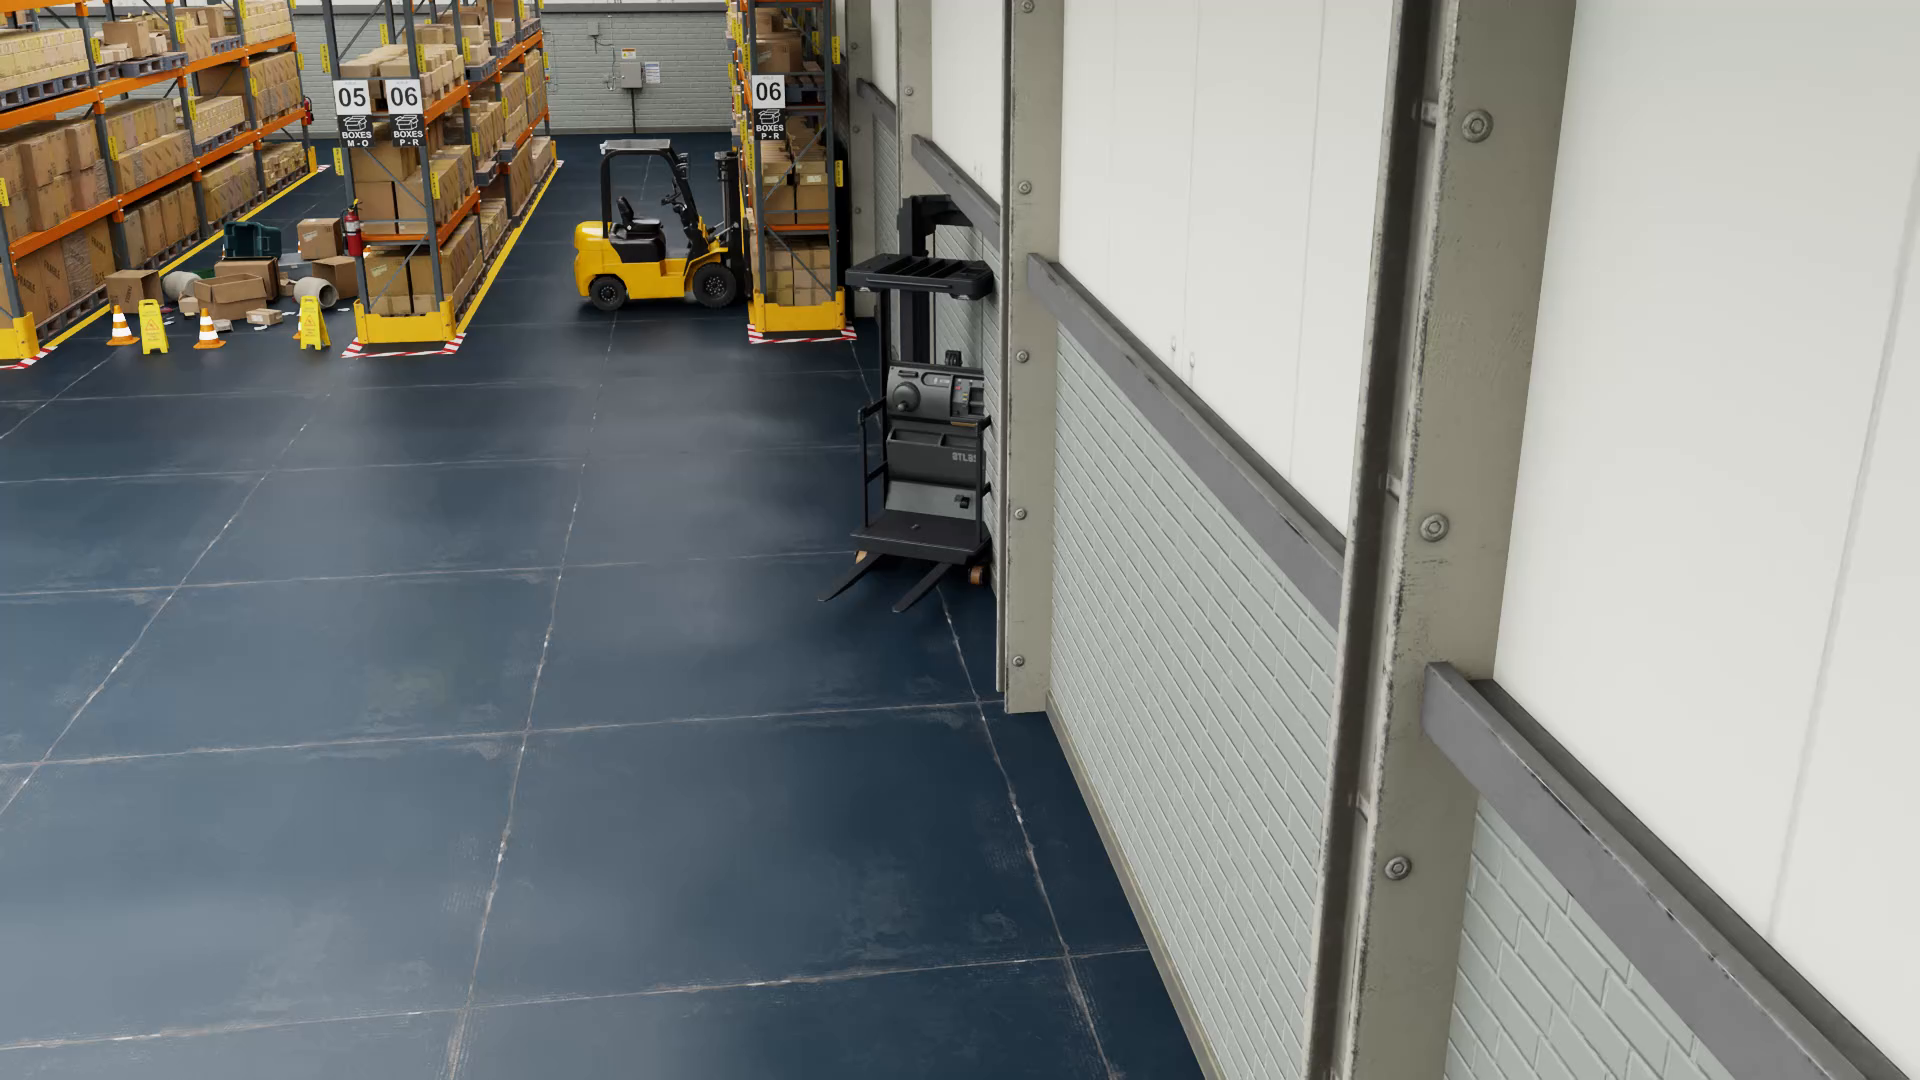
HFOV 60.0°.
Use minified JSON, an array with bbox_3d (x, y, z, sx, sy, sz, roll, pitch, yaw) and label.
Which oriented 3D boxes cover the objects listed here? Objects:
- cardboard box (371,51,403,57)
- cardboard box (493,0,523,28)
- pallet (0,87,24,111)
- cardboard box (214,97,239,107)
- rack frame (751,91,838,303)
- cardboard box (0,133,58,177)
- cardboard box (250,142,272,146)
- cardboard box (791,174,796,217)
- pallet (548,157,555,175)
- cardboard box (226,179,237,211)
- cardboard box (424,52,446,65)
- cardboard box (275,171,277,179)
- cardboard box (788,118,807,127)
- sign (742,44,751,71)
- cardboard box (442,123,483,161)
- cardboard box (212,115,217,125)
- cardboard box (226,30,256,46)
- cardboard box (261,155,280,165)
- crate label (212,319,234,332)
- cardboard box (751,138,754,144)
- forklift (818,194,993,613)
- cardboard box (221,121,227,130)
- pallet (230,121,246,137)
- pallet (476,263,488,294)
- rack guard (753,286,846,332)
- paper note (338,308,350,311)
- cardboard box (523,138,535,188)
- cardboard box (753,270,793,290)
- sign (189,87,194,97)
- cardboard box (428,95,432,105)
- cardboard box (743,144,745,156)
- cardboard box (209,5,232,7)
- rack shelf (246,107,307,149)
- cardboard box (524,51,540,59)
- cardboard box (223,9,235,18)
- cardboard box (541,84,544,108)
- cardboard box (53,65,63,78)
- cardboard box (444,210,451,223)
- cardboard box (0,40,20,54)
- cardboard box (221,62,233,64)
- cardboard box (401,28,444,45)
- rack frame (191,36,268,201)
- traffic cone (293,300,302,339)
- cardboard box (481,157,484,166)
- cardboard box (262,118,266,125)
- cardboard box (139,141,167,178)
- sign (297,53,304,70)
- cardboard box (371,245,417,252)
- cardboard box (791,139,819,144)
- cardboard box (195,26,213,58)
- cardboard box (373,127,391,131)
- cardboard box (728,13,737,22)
[{"bbox_3d":[-7.613,-6.405,22.085,0.380,0.149,0.250,-3,21,-9],"label":"cardboard box"},{"bbox_3d":[-8.607,-9.998,31.598,0.500,0.500,0.500,-3,21,-7],"label":"cardboard box"},{"bbox_3d":[-12.002,-5.268,19.948,1.003,0.211,1.213,-3,21,-8],"label":"pallet"},{"bbox_3d":[-13.324,-7.939,30.167,0.380,0.149,0.250,-4,21,-9],"label":"cardboard box"},{"bbox_3d":[-2.089,-4.185,21.207,1.000,3.000,0.127,-3,21,-8],"label":"rack frame"},{"bbox_3d":[-12.221,-4.918,21.414,0.875,0.550,0.500,-3,21,-8],"label":"cardboard box"},{"bbox_3d":[-14.451,-8.129,34.393,0.380,0.149,0.250,-4,21,-10],"label":"cardboard box"},{"bbox_3d":[-1.983,-4.596,22.166,0.500,0.500,0.500,-2,21,-6],"label":"cardboard box"},{"bbox_3d":[-9.114,-7.893,35.123,1.003,0.211,1.213,-3,21,-8],"label":"pallet"},{"bbox_3d":[-13.042,-6.053,29.182,0.500,0.500,0.500,-3,21,-9],"label":"cardboard box"},{"bbox_3d":[-6.997,-6.348,21.932,0.380,0.149,0.250,-3,21,-7],"label":"cardboard box"},{"bbox_3d":[-13.634,-7.159,32.645,0.380,0.149,0.250,-4,21,-10],"label":"cardboard box"},{"bbox_3d":[-2.686,-6.767,27.051,0.380,0.149,0.250,-3,21,-9],"label":"cardboard box"},{"bbox_3d":[-2.628,-5.945,20.481,0.100,0.325,0.005,-3,21,-8],"label":"sign"},{"bbox_3d":[-7.361,-5.878,24.572,0.500,0.500,0.500,-2,21,-6],"label":"cardboard box"},{"bbox_3d":[-13.096,-7.260,28.775,0.380,0.149,0.250,-3,21,-8],"label":"cardboard box"},{"bbox_3d":[-13.420,-9.312,30.862,0.500,0.250,0.500,-2,21,-5],"label":"cardboard box"},{"bbox_3d":[-13.541,-7.438,32.541,0.380,0.149,0.250,-2,21,-7],"label":"cardboard box"},{"bbox_3d":[-9.563,-2.771,21.514,0.250,0.136,0.298,-15,25,-35],"label":"crate label"},{"bbox_3d":[-2.741,-5.578,23.442,0.380,0.149,0.250,-3,21,-9],"label":"cardboard box"},{"bbox_3d":[-0.220,-1.169,13.232,1.130,2.935,3.031,8,22,19],"label":"forklift"},{"bbox_3d":[-13.170,-7.304,29.317,0.380,0.149,0.250,-2,21,-5],"label":"cardboard box"},{"bbox_3d":[-13.648,-7.441,30.201,1.003,0.211,1.213,-3,21,-8],"label":"pallet"},{"bbox_3d":[-7.445,-3.781,24.111,1.003,0.211,1.213,-3,21,-8],"label":"pallet"},{"bbox_3d":[-2.086,-3.005,21.622,1.175,0.500,0.348,-3,21,-8],"label":"rack guard"},{"bbox_3d":[-8.399,-3.146,22.671,0.142,0.019,0.148,-11,23,-26],"label":"paper note"},{"bbox_3d":[-8.562,-7.078,31.392,0.875,0.875,0.875,-2,21,-6],"label":"cardboard box"},{"bbox_3d":[-2.469,-3.480,21.936,0.500,0.250,0.500,-3,21,-8],"label":"cardboard box"},{"bbox_3d":[-14.150,-8.179,30.663,0.100,0.325,0.005,-3,21,-8],"label":"sign"},{"bbox_3d":[-6.858,-5.532,20.885,0.380,0.149,0.250,-2,21,-6],"label":"cardboard box"},{"bbox_3d":[-3.353,-6.544,27.738,0.500,0.250,0.500,-3,21,-9],"label":"cardboard box"},{"bbox_3d":[-14.199,-10.187,31.920,0.380,0.149,0.250,-3,21,-9],"label":"cardboard box"},{"bbox_3d":[-13.902,-8.159,32.875,1.077,0.370,4.000,-3,21,-8],"label":"rack shelf"},{"bbox_3d":[-8.876,-10.006,34.294,0.380,0.149,0.250,-3,21,-8],"label":"cardboard box"},{"bbox_3d":[-13.416,-9.672,30.542,0.380,0.149,0.250,-3,21,-9],"label":"cardboard box"},{"bbox_3d":[-8.918,-9.191,34.469,0.500,0.500,0.500,-3,21,-9],"label":"cardboard box"},{"bbox_3d":[-11.945,-6.103,21.672,0.380,0.149,0.250,-3,21,-7],"label":"cardboard box"},{"bbox_3d":[-6.844,-4.216,21.651,0.380,0.149,0.250,-3,21,-7],"label":"cardboard box"},{"bbox_3d":[-11.763,-6.037,20.355,0.380,0.149,0.250,-3,21,-9],"label":"cardboard box"},{"bbox_3d":[-14.029,-8.785,31.529,0.500,0.500,0.500,-4,21,-9],"label":"cardboard box"},{"bbox_3d":[-7.787,-7.278,24.102,0.500,0.250,0.500,-2,21,-7],"label":"cardboard box"},{"bbox_3d":[-13.614,-7.803,30.895,1.000,3.000,0.127,-3,21,-8],"label":"rack frame"},{"bbox_3d":[-8.339,-2.828,21.202,0.336,0.463,0.334,-3,21,-8],"label":"traffic cone"},{"bbox_3d":[-7.371,-5.691,25.000,0.380,0.149,0.250,-2,21,-7],"label":"cardboard box"},{"bbox_3d":[-13.566,-8.070,31.968,0.380,0.149,0.250,-4,21,-10],"label":"cardboard box"},{"bbox_3d":[-12.486,-5.799,25.388,0.500,0.500,0.500,-3,21,-7],"label":"cardboard box"},{"bbox_3d":[-13.639,-9.899,34.402,0.100,0.325,0.005,-3,21,-8],"label":"sign"},{"bbox_3d":[-7.453,-3.638,22.001,0.500,0.500,0.500,-2,21,-6],"label":"cardboard box"},{"bbox_3d":[-2.168,-5.519,23.285,0.380,0.149,0.250,-3,21,-8],"label":"cardboard box"},{"bbox_3d":[-13.013,-8.427,28.136,0.500,0.500,0.500,-3,21,-8],"label":"cardboard box"},{"bbox_3d":[-7.531,-5.100,21.662,0.700,0.500,0.500,-3,21,-8],"label":"cardboard box"},{"bbox_3d":[-4.106,-9.705,30.893,0.380,0.149,0.250,-3,21,-9],"label":"cardboard box"}]
